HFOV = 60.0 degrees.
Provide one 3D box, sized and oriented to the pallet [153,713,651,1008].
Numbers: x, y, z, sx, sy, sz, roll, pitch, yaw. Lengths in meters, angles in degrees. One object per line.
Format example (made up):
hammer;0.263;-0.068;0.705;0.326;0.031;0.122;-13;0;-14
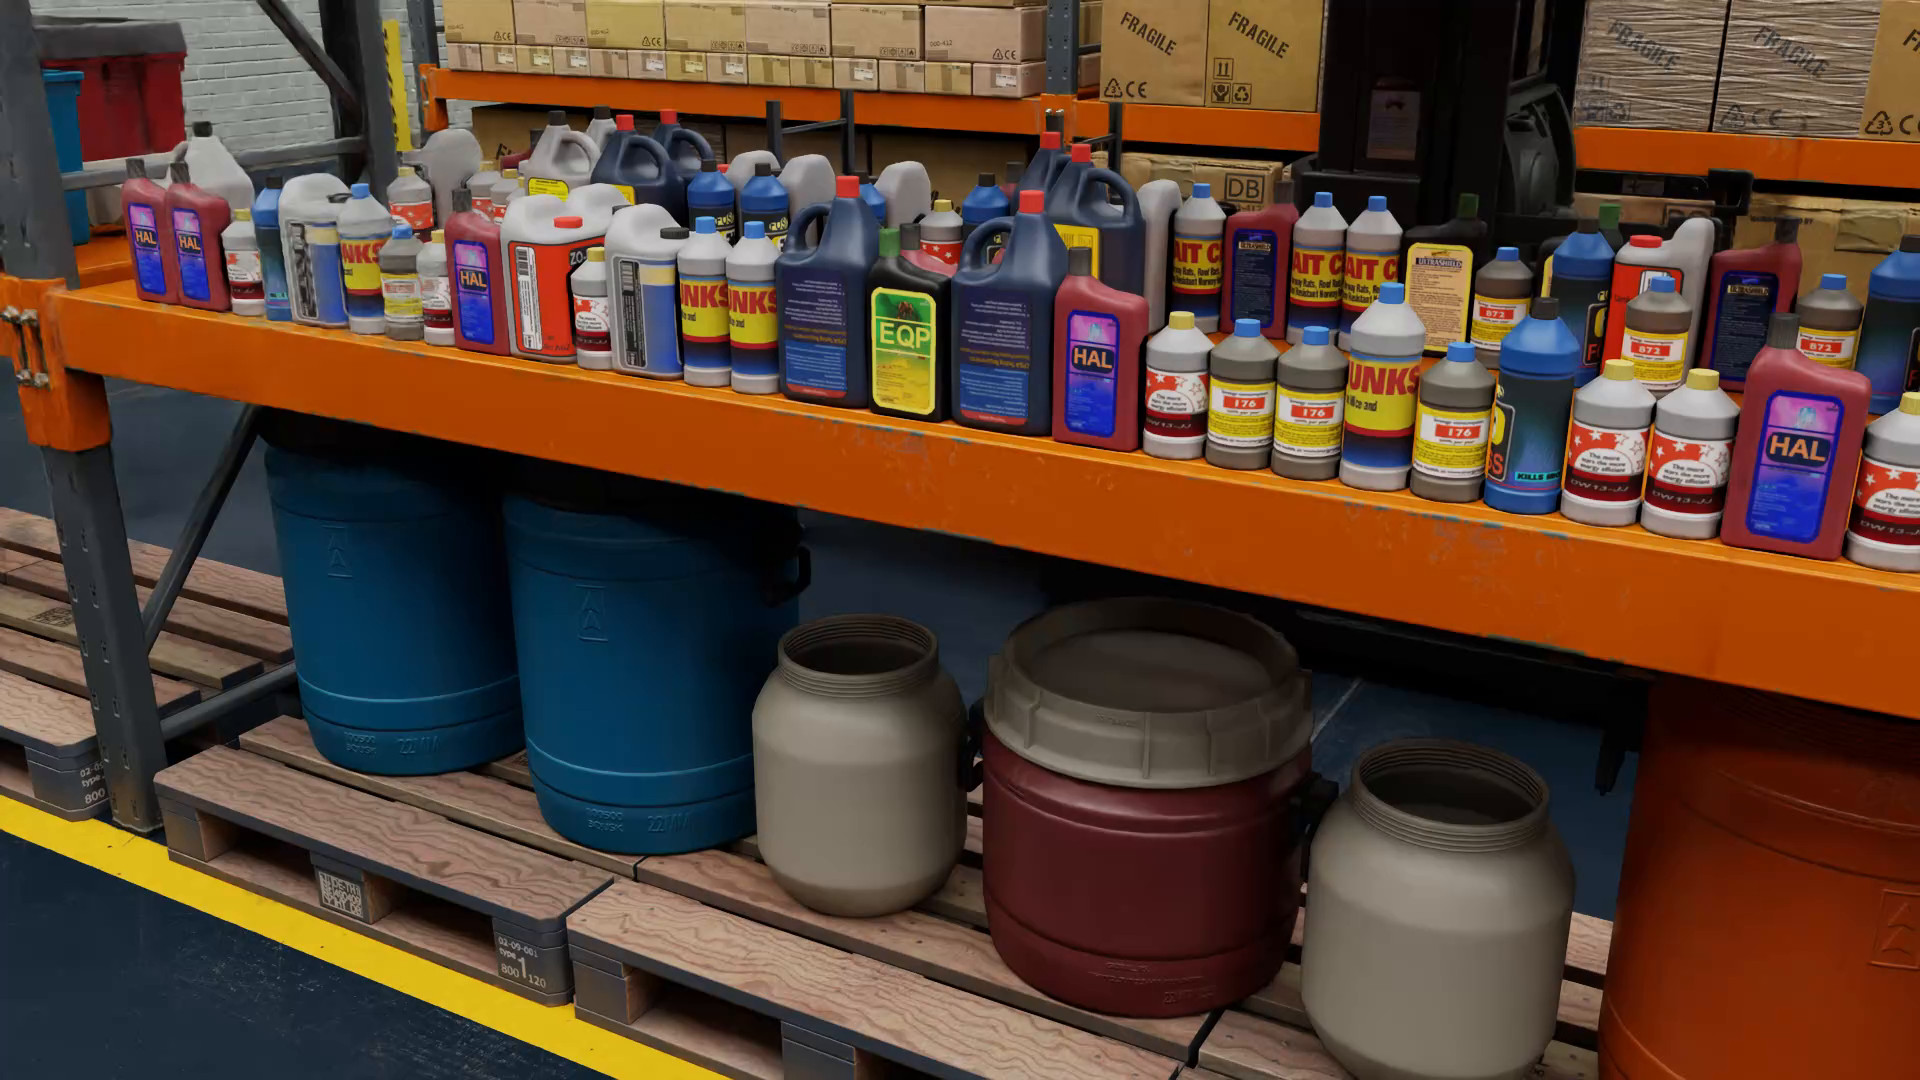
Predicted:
pallet;-1.077;0.586;3.940;1.213;0.211;1.003;11;23;27

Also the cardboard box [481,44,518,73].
cardboard box;-2.433;-2.688;9.244;0.250;0.149;0.380;10;22;27

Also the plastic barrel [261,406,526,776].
plastic barrel;-1.264;0.019;3.875;0.708;0.901;0.600;11;23;27

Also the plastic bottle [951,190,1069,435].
plastic bottle;0.084;-0.346;2.493;0.185;0.351;0.144;11;23;27

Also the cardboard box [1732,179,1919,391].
cardboard box;3.585;-0.994;6.708;0.875;0.875;1.225;10;22;25

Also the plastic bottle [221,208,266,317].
plastic bottle;-1.392;-0.548;3.269;0.097;0.201;0.097;0;20;0

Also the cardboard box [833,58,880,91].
cardboard box;-0.414;-2.303;8.185;0.250;0.149;0.380;11;23;28

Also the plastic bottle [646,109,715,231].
plastic bottle;-0.607;-0.756;3.623;0.185;0.351;0.144;11;23;27

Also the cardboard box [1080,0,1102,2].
cardboard box;0.392;-2.918;8.194;0.500;0.500;0.500;11;23;27

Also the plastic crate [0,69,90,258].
plastic crate;-2.304;-0.862;3.779;0.575;0.384;0.392;11;23;27

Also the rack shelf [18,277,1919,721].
rack shelf;0.016;-0.195;3.058;4.000;0.370;1.077;11;23;27

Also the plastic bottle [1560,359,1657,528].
plastic bottle;0.822;-0.126;2.106;0.097;0.201;0.097;0;20;0

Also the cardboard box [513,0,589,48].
cardboard box;-2.062;-2.830;9.051;0.500;0.250;0.500;10;22;27

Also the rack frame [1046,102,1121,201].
rack frame;0.388;-0.633;5.412;0.032;1.500;0.500;10;22;26

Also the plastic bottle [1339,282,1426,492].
plastic bottle;0.567;-0.208;2.228;0.097;0.271;0.097;0;20;0

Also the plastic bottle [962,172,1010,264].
plastic bottle;0.052;-0.579;3.250;0.097;0.271;0.097;0;20;0

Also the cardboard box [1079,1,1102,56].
cardboard box;0.403;-2.565;8.322;0.500;0.250;0.500;10;22;26

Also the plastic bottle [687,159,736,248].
plastic bottle;-0.514;-0.651;3.449;0.097;0.271;0.097;0;20;0

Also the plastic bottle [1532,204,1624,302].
plastic bottle;1.043;-0.426;2.813;0.133;0.283;0.061;11;23;27

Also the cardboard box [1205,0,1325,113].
cardboard box;1.404;-2.153;7.254;0.500;0.500;0.500;11;23;27

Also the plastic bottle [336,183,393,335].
plastic bottle;-1.105;-0.526;3.106;0.097;0.271;0.097;0;20;0

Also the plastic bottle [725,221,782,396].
plastic bottle;-0.328;-0.378;2.698;0.097;0.271;0.097;0;20;0

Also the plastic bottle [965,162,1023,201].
plastic bottle;0.075;-0.611;3.322;0.133;0.283;0.061;11;23;27

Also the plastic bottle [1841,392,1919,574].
plastic bottle;1.109;-0.072;1.956;0.097;0.201;0.097;0;20;0

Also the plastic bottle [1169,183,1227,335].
plastic bottle;0.446;-0.528;3.109;0.097;0.271;0.097;0;20;0

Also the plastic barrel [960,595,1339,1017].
plastic barrel;0.340;0.472;3.086;0.708;0.588;0.600;11;23;27

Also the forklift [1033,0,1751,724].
forklift;1.776;-1.074;4.528;3.031;2.935;1.130;10;22;26

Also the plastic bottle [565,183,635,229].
plastic bottle;-0.629;-0.508;3.049;0.135;0.276;0.152;11;23;27

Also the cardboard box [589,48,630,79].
cardboard box;-1.760;-2.560;8.891;0.250;0.149;0.380;10;22;26

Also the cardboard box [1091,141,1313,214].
cardboard box;1.254;-1.438;7.931;0.875;0.875;1.225;11;23;27

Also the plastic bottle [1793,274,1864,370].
plastic bottle;1.369;-0.319;2.636;0.097;0.201;0.097;0;20;0

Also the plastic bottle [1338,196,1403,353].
plastic bottle;0.732;-0.473;2.959;0.097;0.271;0.097;0;20;0

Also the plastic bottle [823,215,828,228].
plastic bottle;-0.237;-0.625;3.480;0.097;0.201;0.097;0;20;0

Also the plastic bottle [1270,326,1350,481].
plastic bottle;0.482;-0.191;2.285;0.097;0.201;0.097;0;20;0

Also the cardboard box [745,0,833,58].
cardboard box;-0.727;-2.575;8.348;0.500;0.250;0.500;11;23;28

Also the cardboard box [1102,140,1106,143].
cardboard box;1.151;-3.201;12.982;0.250;0.149;0.380;11;23;28

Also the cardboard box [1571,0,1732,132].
cardboard box;2.738;-1.900;6.558;0.500;0.500;0.500;10;22;26

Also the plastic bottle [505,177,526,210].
plastic bottle;-0.954;-0.702;3.692;0.097;0.201;0.097;0;20;0

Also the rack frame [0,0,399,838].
rack frame;-1.730;-0.866;3.852;0.127;3.000;1.000;11;23;27

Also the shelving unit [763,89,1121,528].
shelving unit;-0.061;-0.715;5.637;1.048;1.500;0.538;10;22;26

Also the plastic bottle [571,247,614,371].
plastic bottle;-0.616;-0.400;2.861;0.097;0.201;0.097;0;20;0

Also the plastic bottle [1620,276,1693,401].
plastic bottle;1.093;-0.312;2.617;0.097;0.201;0.097;0;20;0

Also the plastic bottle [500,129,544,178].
plastic bottle;-1.004;-0.817;3.888;0.133;0.283;0.061;11;23;27

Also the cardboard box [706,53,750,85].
cardboard box;-1.085;-2.431;8.537;0.250;0.149;0.380;11;23;28

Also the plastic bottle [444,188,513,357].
plastic bottle;-0.843;-0.475;2.947;0.133;0.283;0.061;11;23;27

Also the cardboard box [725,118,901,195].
cardboard box;-0.638;-1.822;8.989;0.875;0.875;0.875;11;23;27

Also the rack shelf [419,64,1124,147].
rack shelf;-1.061;-2.334;8.957;4.000;0.370;1.077;11;23;27

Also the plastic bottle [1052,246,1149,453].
plastic bottle;0.203;-0.276;2.398;0.133;0.283;0.061;11;23;27

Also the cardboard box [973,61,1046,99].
cardboard box;0.259;-2.175;7.831;0.250;0.149;0.380;11;23;28
